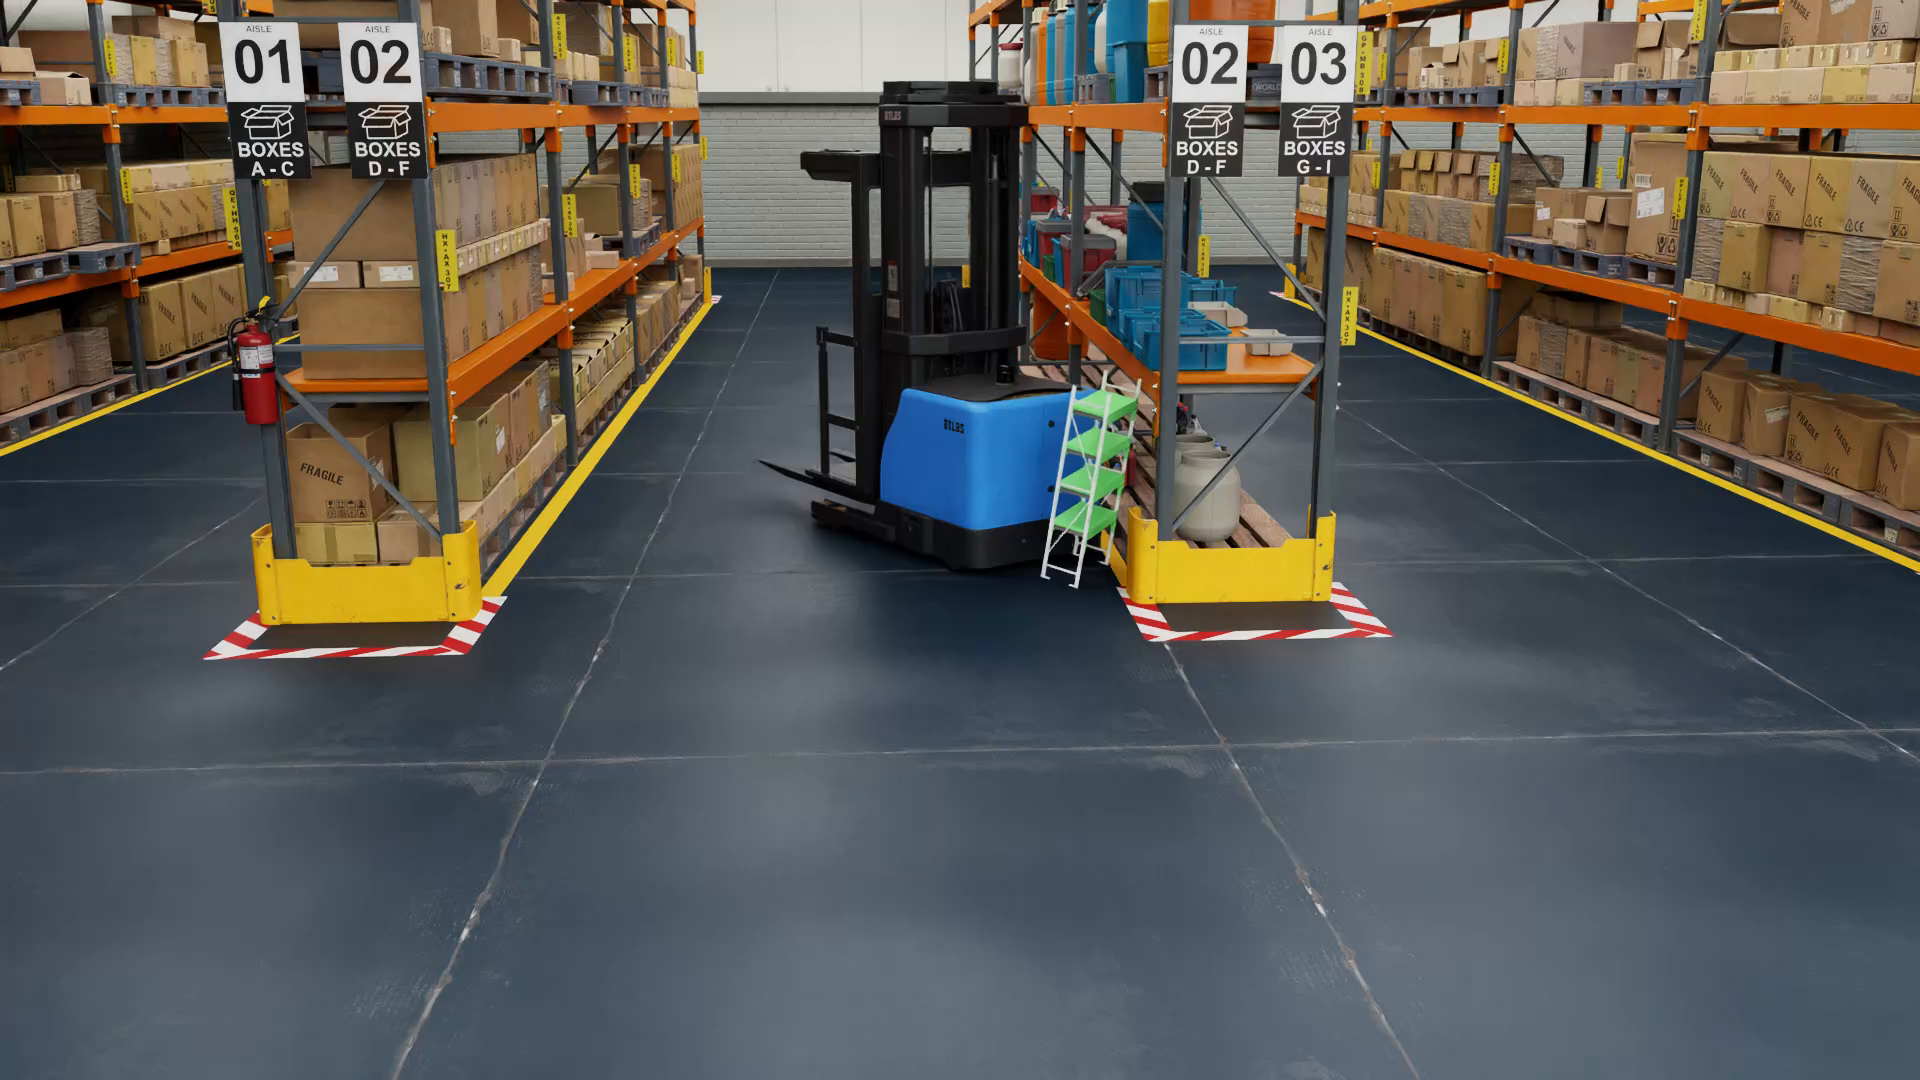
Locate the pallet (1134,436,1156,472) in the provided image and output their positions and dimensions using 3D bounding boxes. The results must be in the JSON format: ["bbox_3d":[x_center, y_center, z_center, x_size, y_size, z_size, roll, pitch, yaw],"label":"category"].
[{"bbox_3d":[1.380,-0.592,12.902,1.003,0.211,1.213,-1,14,-3],"label":"pallet"}]

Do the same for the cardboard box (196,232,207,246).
[{"bbox_3d":[-8.661,-3.372,18.575,0.380,0.149,0.250,0,14,-2],"label":"cardboard box"}]

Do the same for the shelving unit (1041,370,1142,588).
[{"bbox_3d":[0.784,-0.367,9.941,0.258,1.200,0.503,17,23,22],"label":"shelving unit"}]

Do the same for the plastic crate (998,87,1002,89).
[{"bbox_3d":[0.465,-5.933,22.285,0.437,0.282,0.530,-1,14,-3],"label":"plastic crate"}]

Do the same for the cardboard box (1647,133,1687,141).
[{"bbox_3d":[10.337,-5.658,24.191,0.500,0.500,0.500,0,14,-2],"label":"cardboard box"}]

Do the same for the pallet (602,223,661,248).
[{"bbox_3d":[-3.937,-3.420,18.682,1.003,0.211,1.213,-1,14,-3],"label":"pallet"}]

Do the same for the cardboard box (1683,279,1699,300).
[{"bbox_3d":[6.036,-2.006,13.309,0.380,0.149,0.250,-1,14,-3],"label":"cardboard box"}]

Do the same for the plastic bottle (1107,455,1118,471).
[{"bbox_3d":[1.051,-0.491,11.484,0.061,0.283,0.133,-1,14,-2],"label":"plastic bottle"}]

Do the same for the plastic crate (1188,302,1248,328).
[{"bbox_3d":[1.733,-1.582,11.685,0.530,0.136,0.437,-1,14,-3],"label":"plastic crate"}]

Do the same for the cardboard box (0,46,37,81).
[{"bbox_3d":[-8.768,-4.140,14.830,0.797,0.503,0.637,1,14,4],"label":"cardboard box"}]

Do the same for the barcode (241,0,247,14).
[{"bbox_3d":[-3.817,-2.841,8.863,0.001,0.075,0.075,-1,14,-3],"label":"barcode"}]

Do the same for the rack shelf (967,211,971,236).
[{"bbox_3d":[0.760,-4.248,22.962,1.077,0.370,4.000,-1,14,-3],"label":"rack shelf"}]

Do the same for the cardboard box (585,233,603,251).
[{"bbox_3d":[-3.833,-2.895,16.436,0.500,0.311,0.500,0,14,0],"label":"cardboard box"}]

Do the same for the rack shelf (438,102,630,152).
[{"bbox_3d":[-3.688,-3.636,14.562,1.077,0.370,4.000,-1,14,-3],"label":"rack shelf"}]

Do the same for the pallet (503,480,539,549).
[{"bbox_3d":[-3.478,-0.181,11.307,1.003,0.211,1.213,-1,14,-3],"label":"pallet"}]

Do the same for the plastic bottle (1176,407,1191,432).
[{"bbox_3d":[1.719,-0.836,12.691,0.144,0.351,0.185,-2,15,-6],"label":"plastic bottle"}]

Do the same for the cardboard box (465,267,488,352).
[{"bbox_3d":[-3.395,-1.458,10.473,0.700,0.500,0.500,-1,14,-3],"label":"cardboard box"}]

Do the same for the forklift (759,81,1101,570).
[{"bbox_3d":[-0.363,-1.547,11.157,1.130,2.935,3.031,-10,18,-34],"label":"forklift"}]

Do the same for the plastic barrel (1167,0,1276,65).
[{"bbox_3d":[1.470,-3.098,9.322,0.600,0.830,0.708,-1,14,-3],"label":"plastic barrel"}]

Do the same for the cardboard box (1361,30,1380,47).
[{"bbox_3d":[5.695,-6.784,22.605,0.500,0.250,0.500,-1,14,-5],"label":"cardboard box"}]

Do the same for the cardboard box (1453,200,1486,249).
[{"bbox_3d":[5.772,-3.472,18.302,0.500,0.500,0.500,-1,14,-4],"label":"cardboard box"}]

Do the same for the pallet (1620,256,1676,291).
[{"bbox_3d":[6.421,-2.286,14.275,1.003,0.211,1.213,-1,14,-3],"label":"pallet"}]

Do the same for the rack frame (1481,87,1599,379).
[{"bbox_3d":[6.075,-3.181,17.370,1.000,3.000,0.127,-1,14,-3],"label":"rack frame"}]

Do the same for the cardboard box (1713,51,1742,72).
[{"bbox_3d":[6.036,-3.674,12.766,0.380,0.149,0.250,-1,14,-5],"label":"cardboard box"}]

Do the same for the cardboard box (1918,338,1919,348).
[{"bbox_3d":[6.265,-1.261,10.411,0.380,0.149,0.250,-1,14,-3],"label":"cardboard box"}]

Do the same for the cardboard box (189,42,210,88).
[{"bbox_3d":[-9.059,-5.440,19.046,0.700,0.500,0.500,-2,15,-6],"label":"cardboard box"}]

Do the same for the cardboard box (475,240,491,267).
[{"bbox_3d":[-3.208,-1.823,10.590,0.380,0.149,0.250,-1,14,-4],"label":"cardboard box"}]

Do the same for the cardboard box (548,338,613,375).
[{"bbox_3d":[-3.438,-1.666,15.033,0.500,0.311,0.500,0,14,-2],"label":"cardboard box"}]

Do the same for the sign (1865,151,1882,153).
[{"bbox_3d":[17.135,-7.172,31.225,0.339,0.242,0.001,-1,14,-3],"label":"sign"}]

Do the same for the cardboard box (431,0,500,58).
[{"bbox_3d":[-3.147,-3.229,10.212,0.500,0.500,0.500,-1,14,-3],"label":"cardboard box"}]

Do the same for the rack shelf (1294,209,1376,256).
[{"bbox_3d":[5.703,-4.325,23.259,1.077,0.370,4.000,-1,14,-3],"label":"rack shelf"}]

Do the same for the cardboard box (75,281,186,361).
[{"bbox_3d":[-8.671,-2.299,17.412,0.750,0.750,0.750,-1,14,-4],"label":"cardboard box"}]

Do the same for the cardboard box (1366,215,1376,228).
[{"bbox_3d":[5.482,-4.125,21.542,0.380,0.149,0.250,-1,14,-3],"label":"cardboard box"}]

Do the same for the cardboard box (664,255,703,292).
[{"bbox_3d":[-4.028,-3.890,24.257,0.500,0.500,0.500,-1,14,-3],"label":"cardboard box"}]

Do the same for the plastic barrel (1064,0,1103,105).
[{"bbox_3d":[1.131,-3.928,13.248,0.600,0.901,0.708,-1,14,-3],"label":"plastic barrel"}]

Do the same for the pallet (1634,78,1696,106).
[{"bbox_3d":[6.391,-3.703,13.756,1.213,0.211,1.003,-1,14,-3],"label":"pallet"}]

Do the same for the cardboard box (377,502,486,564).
[{"bbox_3d":[-3.128,-0.048,9.868,0.500,0.250,0.500,-1,14,-3],"label":"cardboard box"}]

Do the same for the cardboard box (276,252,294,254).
[{"bbox_3d":[-9.269,-3.915,23.096,0.380,0.149,0.250,-1,14,-3],"label":"cardboard box"}]

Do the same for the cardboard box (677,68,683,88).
[{"bbox_3d":[-3.894,-6.020,21.680,0.500,0.250,0.500,-1,14,-3],"label":"cardboard box"}]

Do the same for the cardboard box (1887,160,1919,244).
[{"bbox_3d":[6.253,-2.125,10.462,0.500,0.500,0.500,-1,14,-3],"label":"cardboard box"}]

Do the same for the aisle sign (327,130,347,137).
[{"bbox_3d":[-8.957,-6.223,23.974,0.394,0.787,0.004,-1,14,-3],"label":"aisle sign"}]

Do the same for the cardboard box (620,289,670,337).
[{"bbox_3d":[-3.691,-2.660,19.479,0.500,0.500,0.500,-1,14,-3],"label":"cardboard box"}]

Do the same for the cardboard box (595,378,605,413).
[{"bbox_3d":[-3.407,-1.266,14.602,0.500,0.250,0.500,-1,14,-5],"label":"cardboard box"}]

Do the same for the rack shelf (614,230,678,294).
[{"bbox_3d":[-3.936,-3.178,18.802,1.077,0.370,4.000,-1,14,-3],"label":"rack shelf"}]

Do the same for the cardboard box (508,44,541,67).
[{"bbox_3d":[-3.593,-3.771,13.101,0.500,0.250,0.500,1,14,2],"label":"cardboard box"}]

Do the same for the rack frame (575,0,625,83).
[{"bbox_3d":[-3.812,-5.934,16.031,1.000,3.000,0.127,-1,14,-3],"label":"rack frame"}]

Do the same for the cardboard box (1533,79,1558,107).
[{"bbox_3d":[5.882,-4.313,16.049,0.500,0.250,0.500,-1,14,-2],"label":"cardboard box"}]

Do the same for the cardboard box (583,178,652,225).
[{"bbox_3d":[-3.889,-3.837,18.876,0.700,0.500,0.500,-5,15,-18],"label":"cardboard box"}]

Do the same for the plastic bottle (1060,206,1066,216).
[{"bbox_3d":[1.267,-3.852,20.076,0.144,0.351,0.185,-1,14,-3],"label":"plastic bottle"}]

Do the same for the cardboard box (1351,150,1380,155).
[{"bbox_3d":[5.872,-5.488,24.535,0.500,0.500,0.500,-1,14,-3],"label":"cardboard box"}]

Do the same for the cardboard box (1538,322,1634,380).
[{"bbox_3d":[6.184,-1.879,16.444,0.700,0.500,0.500,-2,15,-8],"label":"cardboard box"}]

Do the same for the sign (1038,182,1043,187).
[{"bbox_3d":[1.184,-5.186,24.834,0.100,0.325,0.005,-1,14,-3],"label":"sign"}]

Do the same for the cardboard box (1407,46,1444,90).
[{"bbox_3d":[5.873,-5.736,20.237,0.700,0.500,0.500,-1,14,-2],"label":"cardboard box"}]

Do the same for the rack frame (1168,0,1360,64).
[{"bbox_3d":[1.627,-4.020,8.592,1.000,3.000,0.127,-1,14,-3],"label":"rack frame"}]

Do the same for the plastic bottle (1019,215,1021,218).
[{"bbox_3d":[0.742,-3.690,19.598,0.152,0.276,0.135,-1,14,-3],"label":"plastic bottle"}]

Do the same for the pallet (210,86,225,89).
[{"bbox_3d":[-9.044,-5.560,20.773,1.003,0.211,1.213,-1,14,-3],"label":"pallet"}]

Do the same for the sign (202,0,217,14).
[{"bbox_3d":[-3.859,-2.878,8.553,0.100,0.325,0.005,-1,14,-3],"label":"sign"}]

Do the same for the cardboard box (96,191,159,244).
[{"bbox_3d":[-8.531,-3.278,16.911,0.500,0.500,0.500,0,14,-2],"label":"cardboard box"}]
